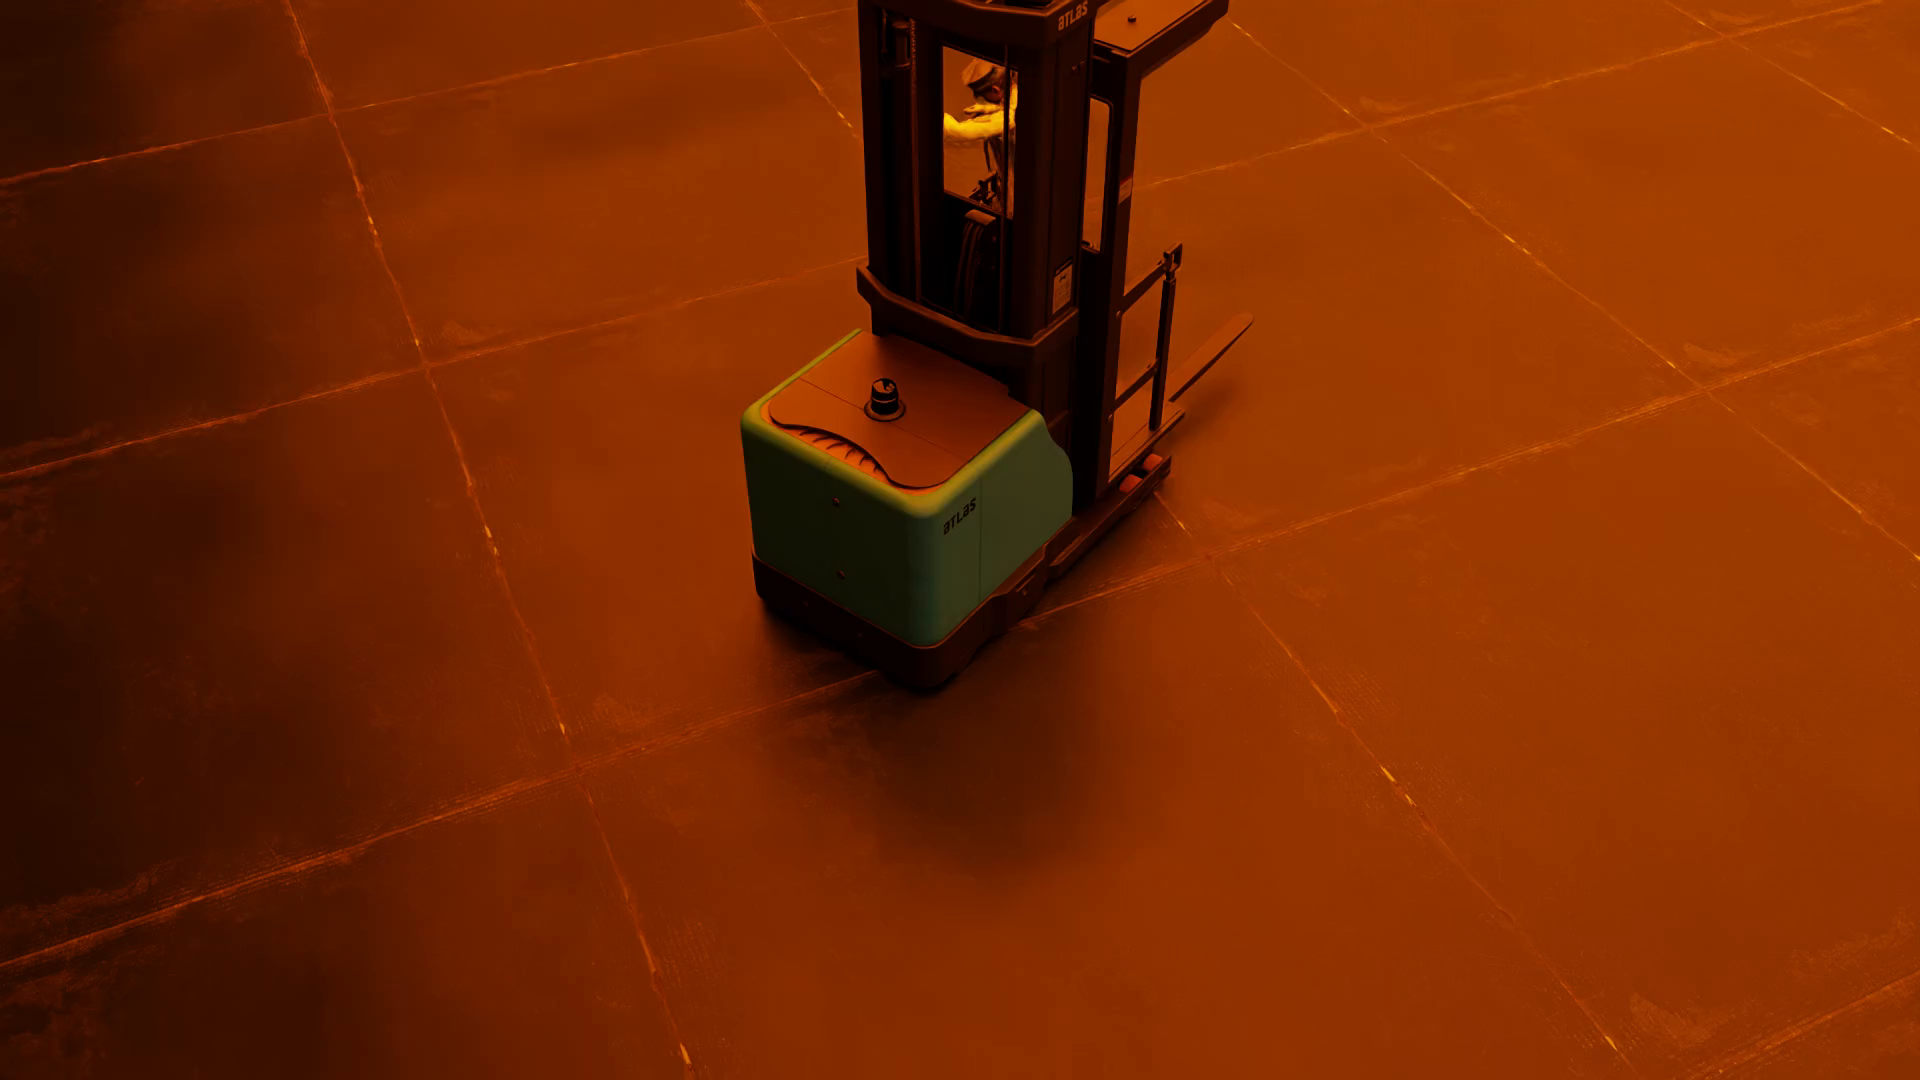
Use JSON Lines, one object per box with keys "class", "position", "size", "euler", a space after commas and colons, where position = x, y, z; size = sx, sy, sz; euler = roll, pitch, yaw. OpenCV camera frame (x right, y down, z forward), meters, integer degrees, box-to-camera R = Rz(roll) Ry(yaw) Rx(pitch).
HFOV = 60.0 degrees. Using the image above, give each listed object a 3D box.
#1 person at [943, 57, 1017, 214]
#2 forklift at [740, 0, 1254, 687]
{"class": "person", "position": [0.157, -2.063, 9.075], "size": [0.876, 1.362, 1.003], "euler": [31, 51, 29]}
{"class": "forklift", "position": [0.369, -1.403, 7.184], "size": [1.130, 2.935, 3.031], "euler": [27, 50, 26]}
